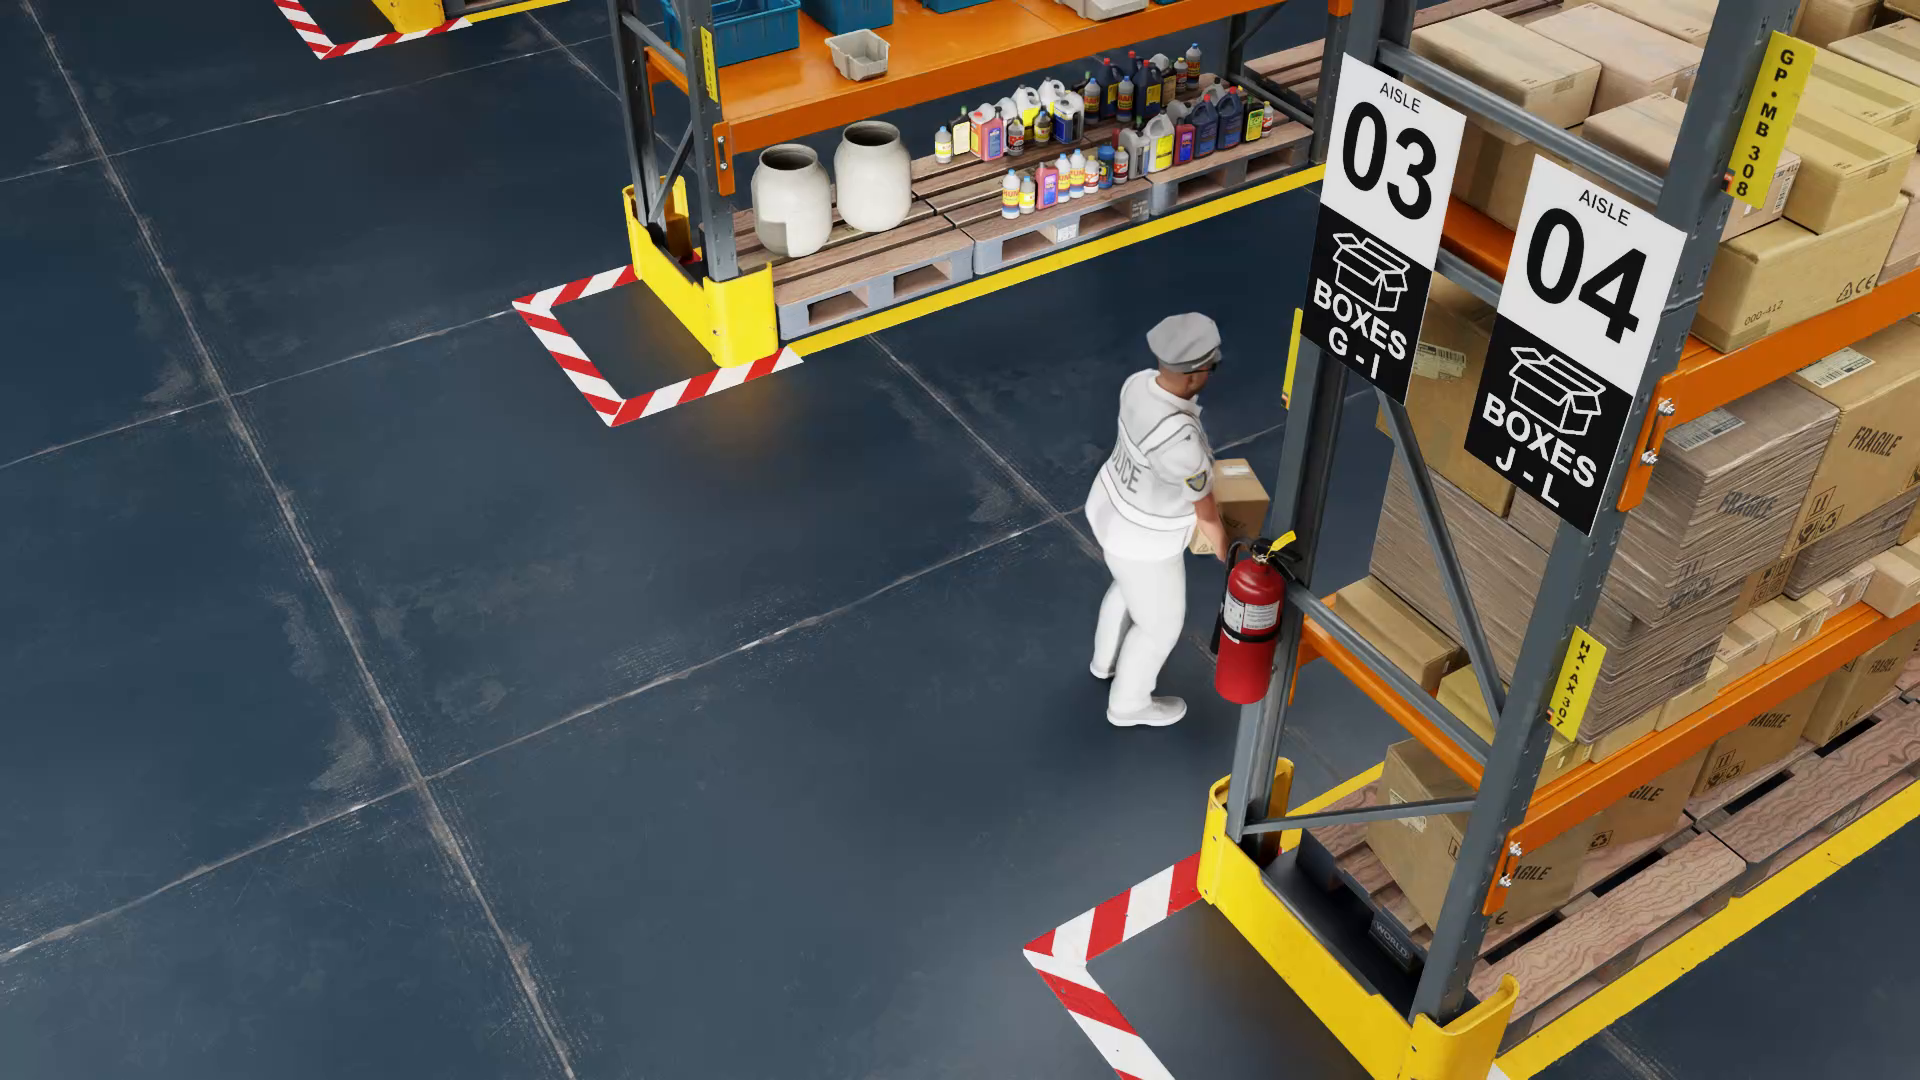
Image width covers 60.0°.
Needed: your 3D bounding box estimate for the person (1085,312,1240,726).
[{"bbox_3d":[0.773,-0.063,6.231,0.593,1.754,0.485,-8,41,-10],"label":"person"}]
